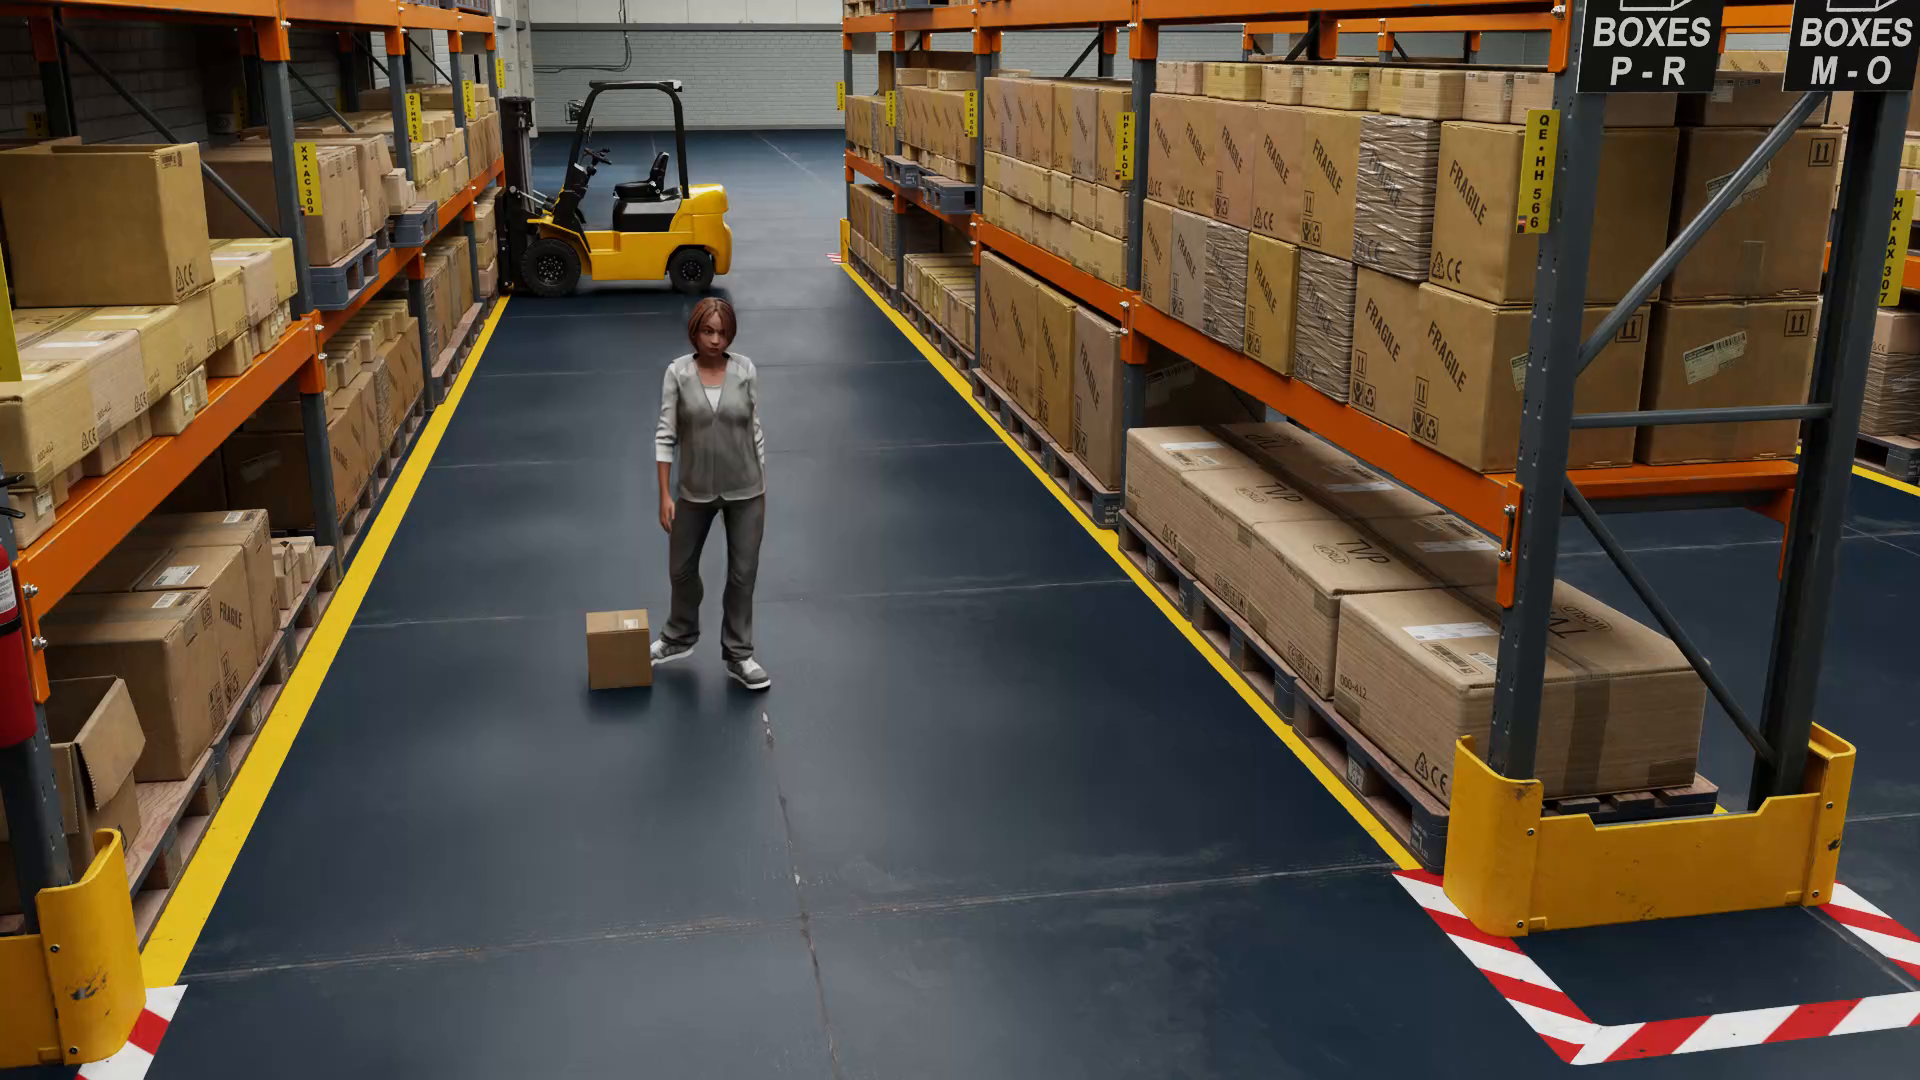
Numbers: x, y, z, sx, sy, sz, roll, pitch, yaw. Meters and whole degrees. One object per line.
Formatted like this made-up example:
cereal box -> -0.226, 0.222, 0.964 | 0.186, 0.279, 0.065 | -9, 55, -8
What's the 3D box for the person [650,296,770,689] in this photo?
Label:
person -> -1.073, -0.187, 6.674 | 0.588, 1.594, 0.438 | -2, 17, -6
